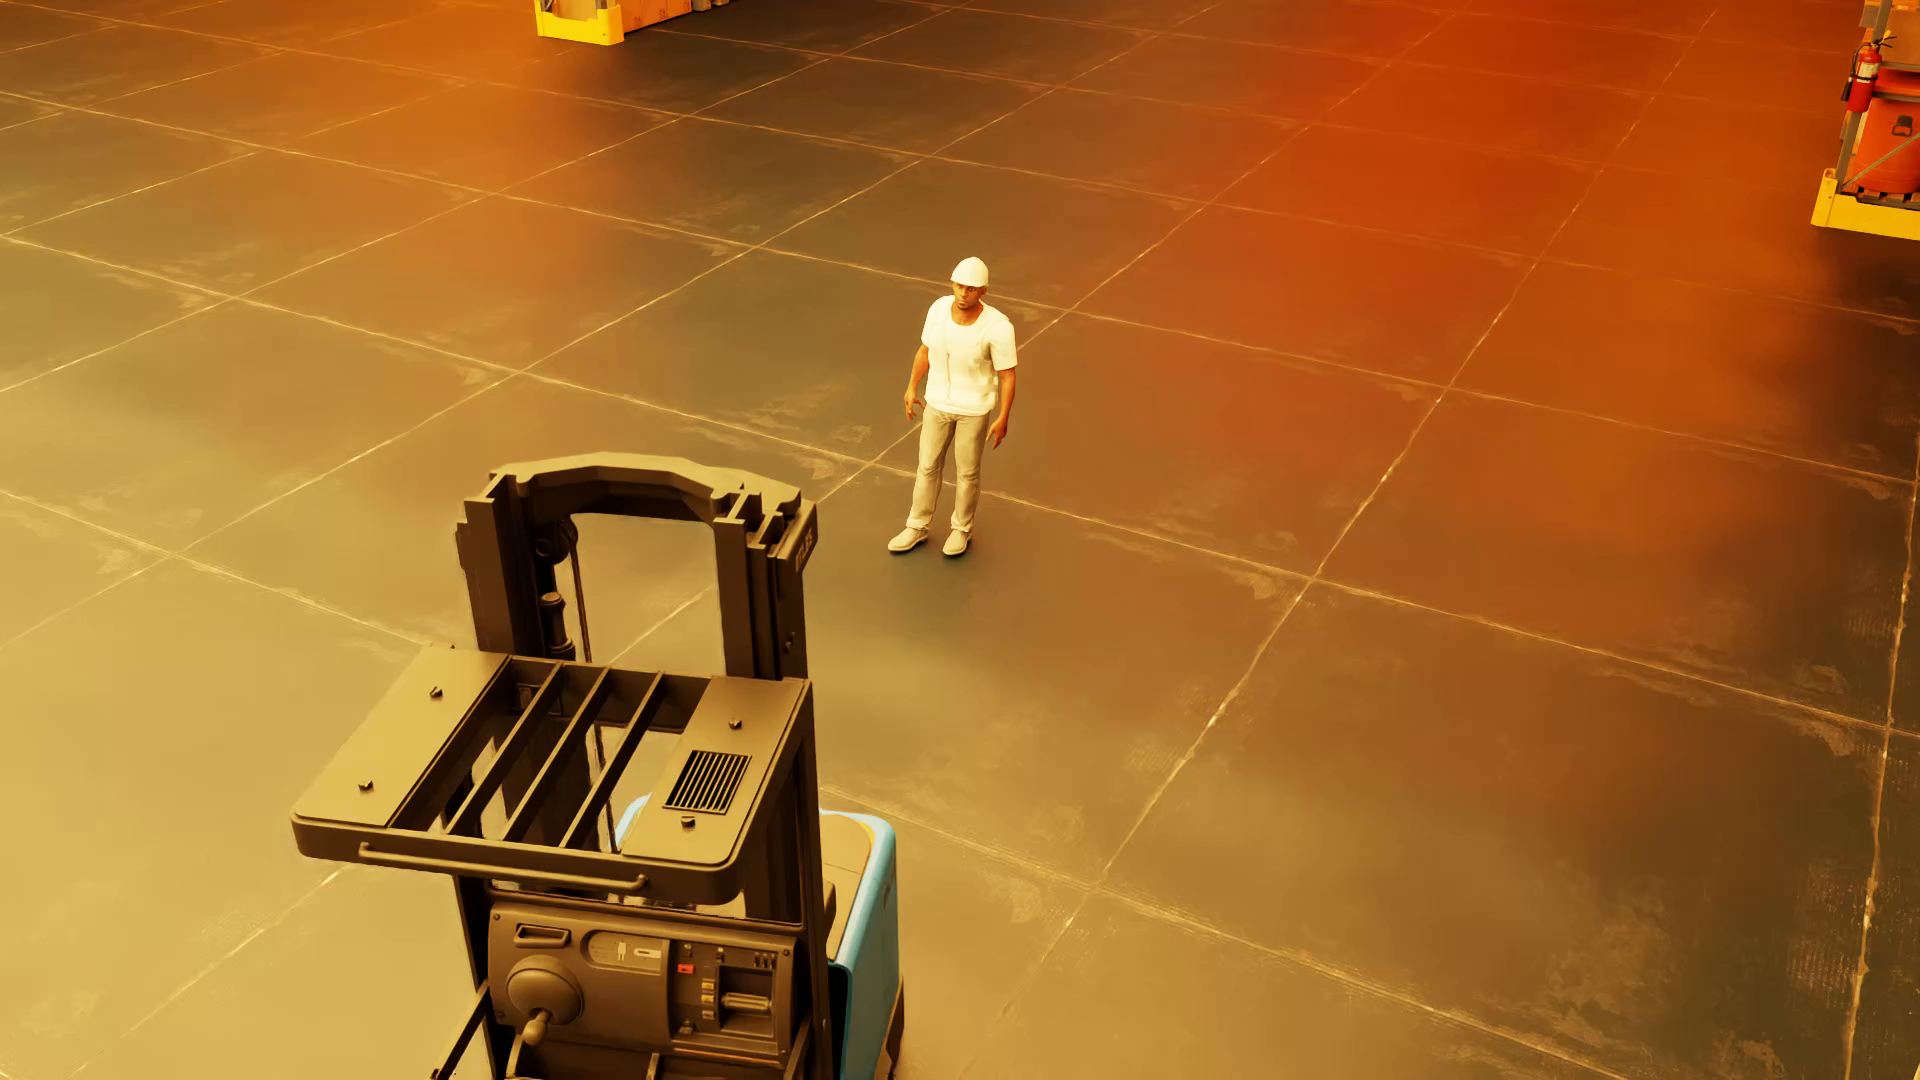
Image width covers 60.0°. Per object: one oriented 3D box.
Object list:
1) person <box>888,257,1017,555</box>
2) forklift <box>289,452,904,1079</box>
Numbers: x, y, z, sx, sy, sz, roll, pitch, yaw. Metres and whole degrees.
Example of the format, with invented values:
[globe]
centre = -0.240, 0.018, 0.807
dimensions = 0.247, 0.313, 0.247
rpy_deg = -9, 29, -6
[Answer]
[person]
centre = -0.039, -0.743, 9.508
dimensions = 0.665, 1.765, 0.577
rpy_deg = 15, 33, 25
[forklift]
centre = -0.974, 1.361, 4.712
dimensions = 1.130, 2.935, 3.031
rpy_deg = 5, 30, 8
